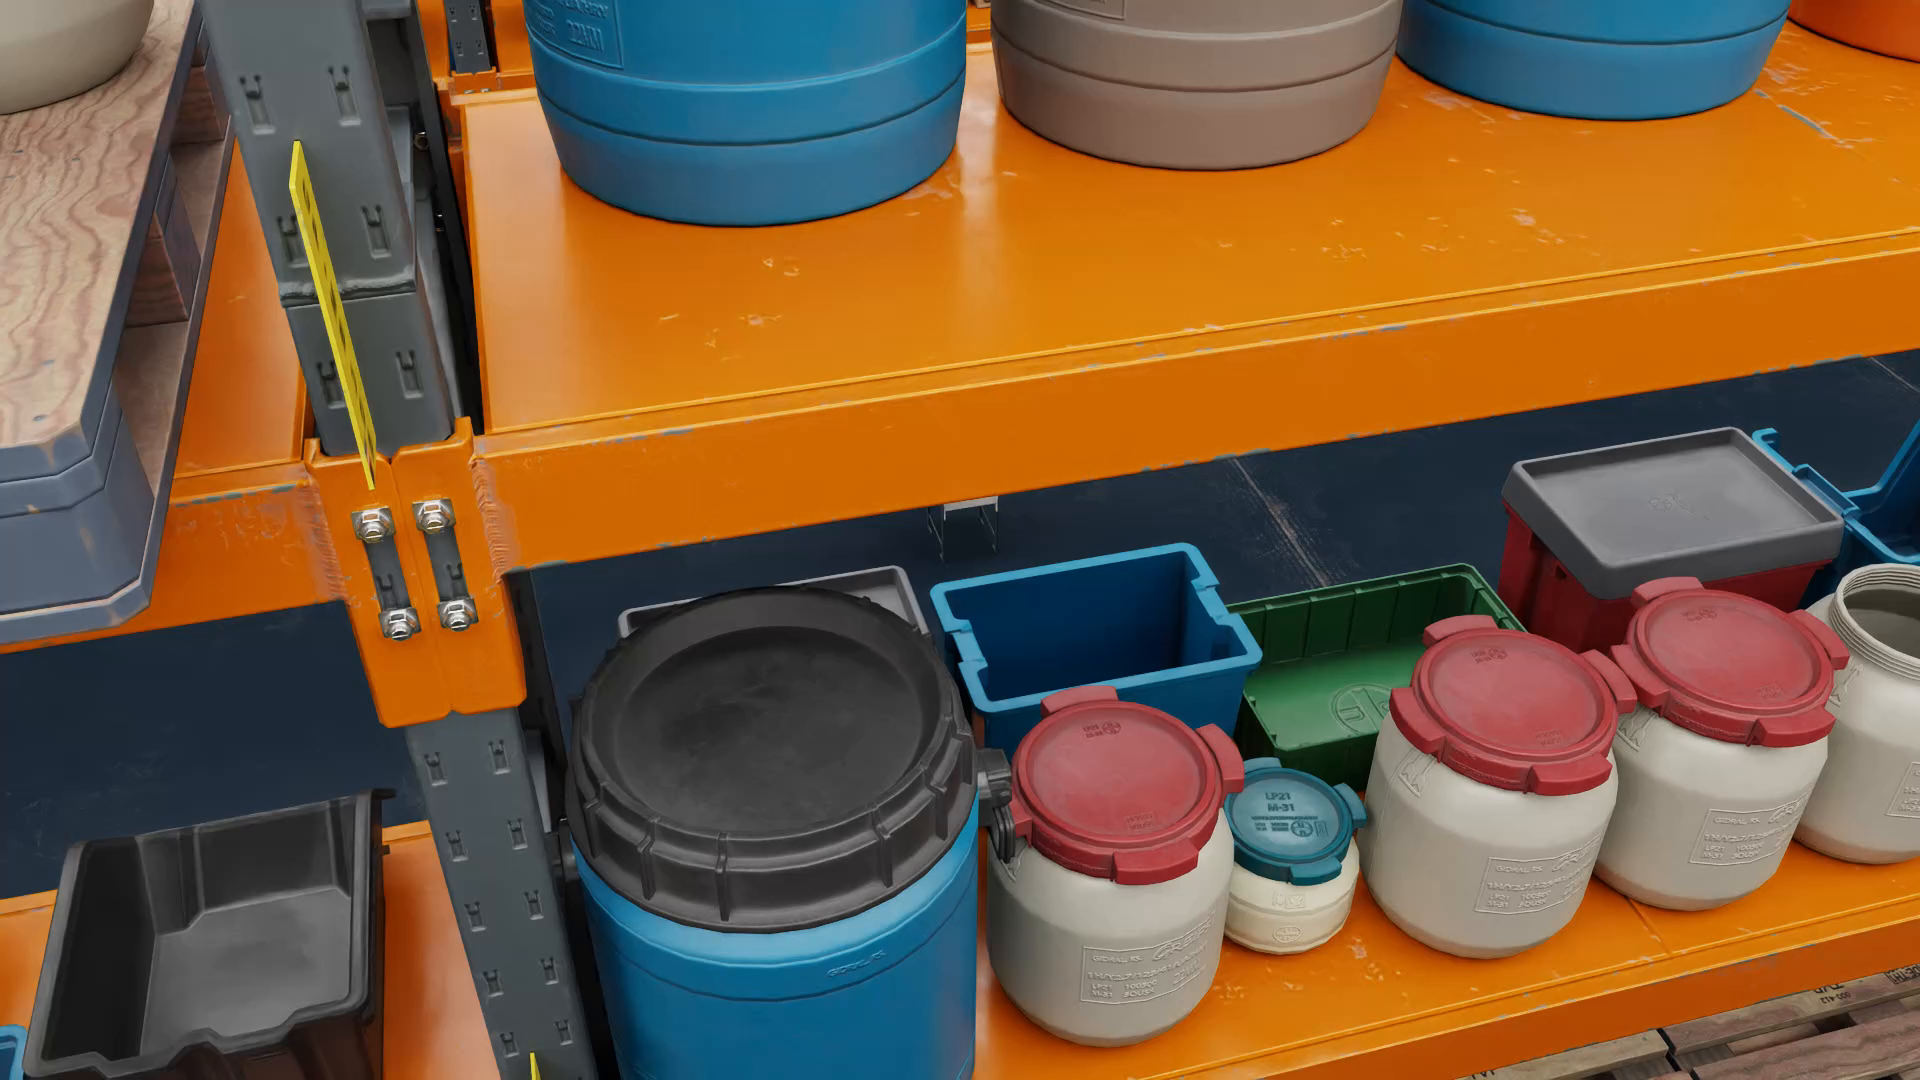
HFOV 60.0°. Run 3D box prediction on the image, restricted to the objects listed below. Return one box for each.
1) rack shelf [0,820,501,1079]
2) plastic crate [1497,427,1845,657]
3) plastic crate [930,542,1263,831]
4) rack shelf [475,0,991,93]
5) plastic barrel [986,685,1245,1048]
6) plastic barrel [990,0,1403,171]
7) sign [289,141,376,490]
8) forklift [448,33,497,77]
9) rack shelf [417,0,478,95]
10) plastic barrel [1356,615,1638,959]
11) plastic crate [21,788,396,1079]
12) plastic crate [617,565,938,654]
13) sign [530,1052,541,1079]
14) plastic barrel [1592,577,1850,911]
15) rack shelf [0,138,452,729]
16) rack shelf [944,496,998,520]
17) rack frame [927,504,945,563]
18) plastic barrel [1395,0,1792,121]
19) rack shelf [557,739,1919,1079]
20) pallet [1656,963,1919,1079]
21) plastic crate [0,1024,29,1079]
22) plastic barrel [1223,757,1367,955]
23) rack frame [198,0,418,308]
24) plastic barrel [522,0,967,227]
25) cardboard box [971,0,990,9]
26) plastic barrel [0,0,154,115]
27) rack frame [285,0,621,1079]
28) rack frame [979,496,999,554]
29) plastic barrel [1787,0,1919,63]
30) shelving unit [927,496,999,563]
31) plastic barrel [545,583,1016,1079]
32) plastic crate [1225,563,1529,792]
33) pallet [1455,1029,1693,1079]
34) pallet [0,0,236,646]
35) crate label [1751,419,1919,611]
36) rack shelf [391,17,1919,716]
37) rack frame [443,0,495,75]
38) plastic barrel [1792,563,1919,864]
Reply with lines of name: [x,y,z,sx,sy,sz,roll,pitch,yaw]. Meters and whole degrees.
rack shelf: [-2.654,1.267,2.717,4.000,0.370,1.077,-9,38,-12]
plastic crate: [1.499,0.082,3.621,0.583,0.464,0.402,-9,38,-12]
plastic crate: [0.261,0.314,3.384,0.575,0.384,0.392,-9,38,-12]
rack shelf: [-0.080,-2.273,7.344,4.000,0.370,1.077,-9,38,-12]
plastic barrel: [0.258,0.588,2.901,0.433,0.535,0.433,0,37,0]
plastic barrel: [0.343,-1.037,2.256,0.600,0.901,0.600,0,37,0]
sign: [-0.591,-0.206,1.574,0.005,0.325,0.100,-9,38,-12]
forklift: [-1.934,-3.754,8.746,3.031,2.935,1.130,-11,39,-14]
rack shelf: [-3.942,-1.639,6.516,4.000,0.370,1.077,-9,38,-12]
plastic barrel: [0.966,0.472,3.053,0.433,0.535,0.433,0,37,0]
plastic crate: [-1.262,0.698,2.920,0.504,0.338,0.767,-9,38,-12]
plastic crate: [-0.336,0.383,3.228,0.583,0.464,0.402,-9,38,-12]
sign: [-0.591,0.879,2.404,0.005,0.325,0.100,-9,38,-12]
plastic barrel: [1.384,0.403,3.143,0.433,0.535,0.433,0,37,0]
rack shelf: [-2.654,0.076,1.805,4.000,0.370,1.077,-9,38,-12]
rack shelf: [0.008,-0.189,6.108,0.200,0.077,0.258,-9,38,-12]
rack frame: [-0.090,-0.343,5.957,0.006,0.900,0.240,-9,38,-12]
plastic barrel: [0.974,-1.141,2.391,0.708,0.901,0.600,-9,38,-12]
rack shelf: [1.208,0.634,3.545,4.000,0.370,1.077,-9,38,-12]
pallet: [2.380,1.238,4.457,1.213,0.211,1.003,-9,38,-12]
plastic crate: [-1.721,1.058,2.520,0.616,0.251,0.499,-9,38,-12]
plastic barrel: [0.595,0.600,3.111,0.301,0.262,0.301,0,37,0]
rack frame: [-0.723,-1.718,1.090,0.127,3.000,1.000,-9,38,-12]
plastic barrel: [-0.289,-0.934,2.120,0.708,0.901,0.600,-9,38,-12]
cardboard box: [0.235,-2.639,7.149,0.500,0.500,0.500,-11,39,-14]
plastic barrel: [-1.190,-0.785,1.901,0.421,0.512,0.421,0,37,0]
rack frame: [-0.723,0.665,2.912,0.127,3.000,1.000,-9,38,-12]
rack frame: [0.106,-0.375,5.999,0.006,0.900,0.240,-9,38,-12]
plastic barrel: [1.658,-1.225,2.560,0.708,0.830,0.600,-9,38,-12]
shelving unit: [0.008,-0.359,5.978,0.210,0.900,0.258,-9,38,-12]
plastic barrel: [-0.271,0.582,2.608,0.708,0.901,0.600,-9,38,-12]
plastic crate: [0.884,0.307,3.554,0.662,0.188,0.450,-9,38,-12]
pallet: [1.205,1.430,4.207,1.213,0.211,1.003,-9,38,-12]
pallet: [-1.394,-0.280,1.834,1.003,0.211,1.213,-9,38,-12]
crate label: [2.109,0.016,3.732,0.616,0.435,0.502,-9,38,-12]
rack shelf: [1.208,-0.558,2.634,4.000,0.370,1.077,-9,38,-12]
rack frame: [-2.011,-2.241,6.711,0.127,3.000,1.000,-9,38,-12]
plastic barrel: [1.794,0.342,3.243,0.421,0.512,0.421,0,37,0]
